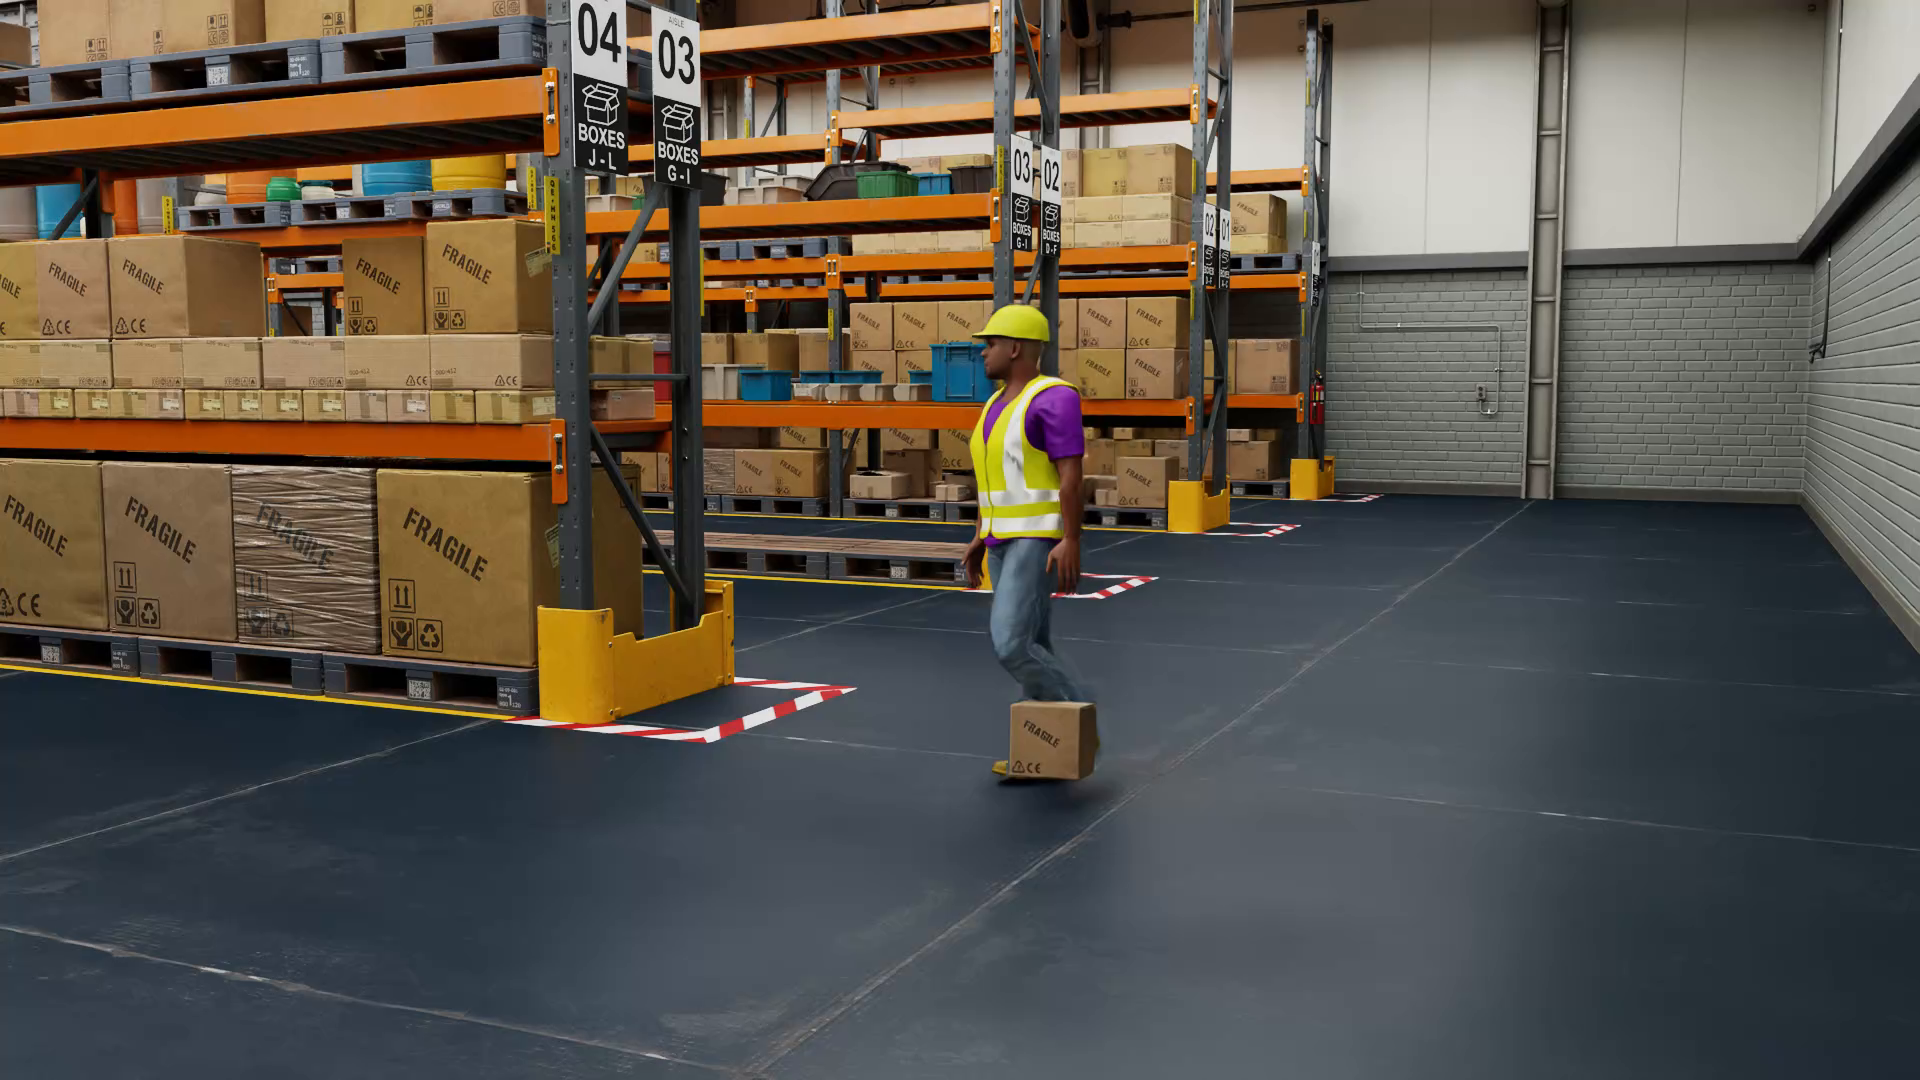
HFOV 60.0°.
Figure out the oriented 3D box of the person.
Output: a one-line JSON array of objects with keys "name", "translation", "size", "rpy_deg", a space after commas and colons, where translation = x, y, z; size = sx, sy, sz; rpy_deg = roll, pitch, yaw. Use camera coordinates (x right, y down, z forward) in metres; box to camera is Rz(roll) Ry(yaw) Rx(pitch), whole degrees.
[{"name": "person", "translation": [0.214, 0.010, 6.174], "size": [0.454, 1.759, 0.653], "rpy_deg": [-2, 6, -18]}]
